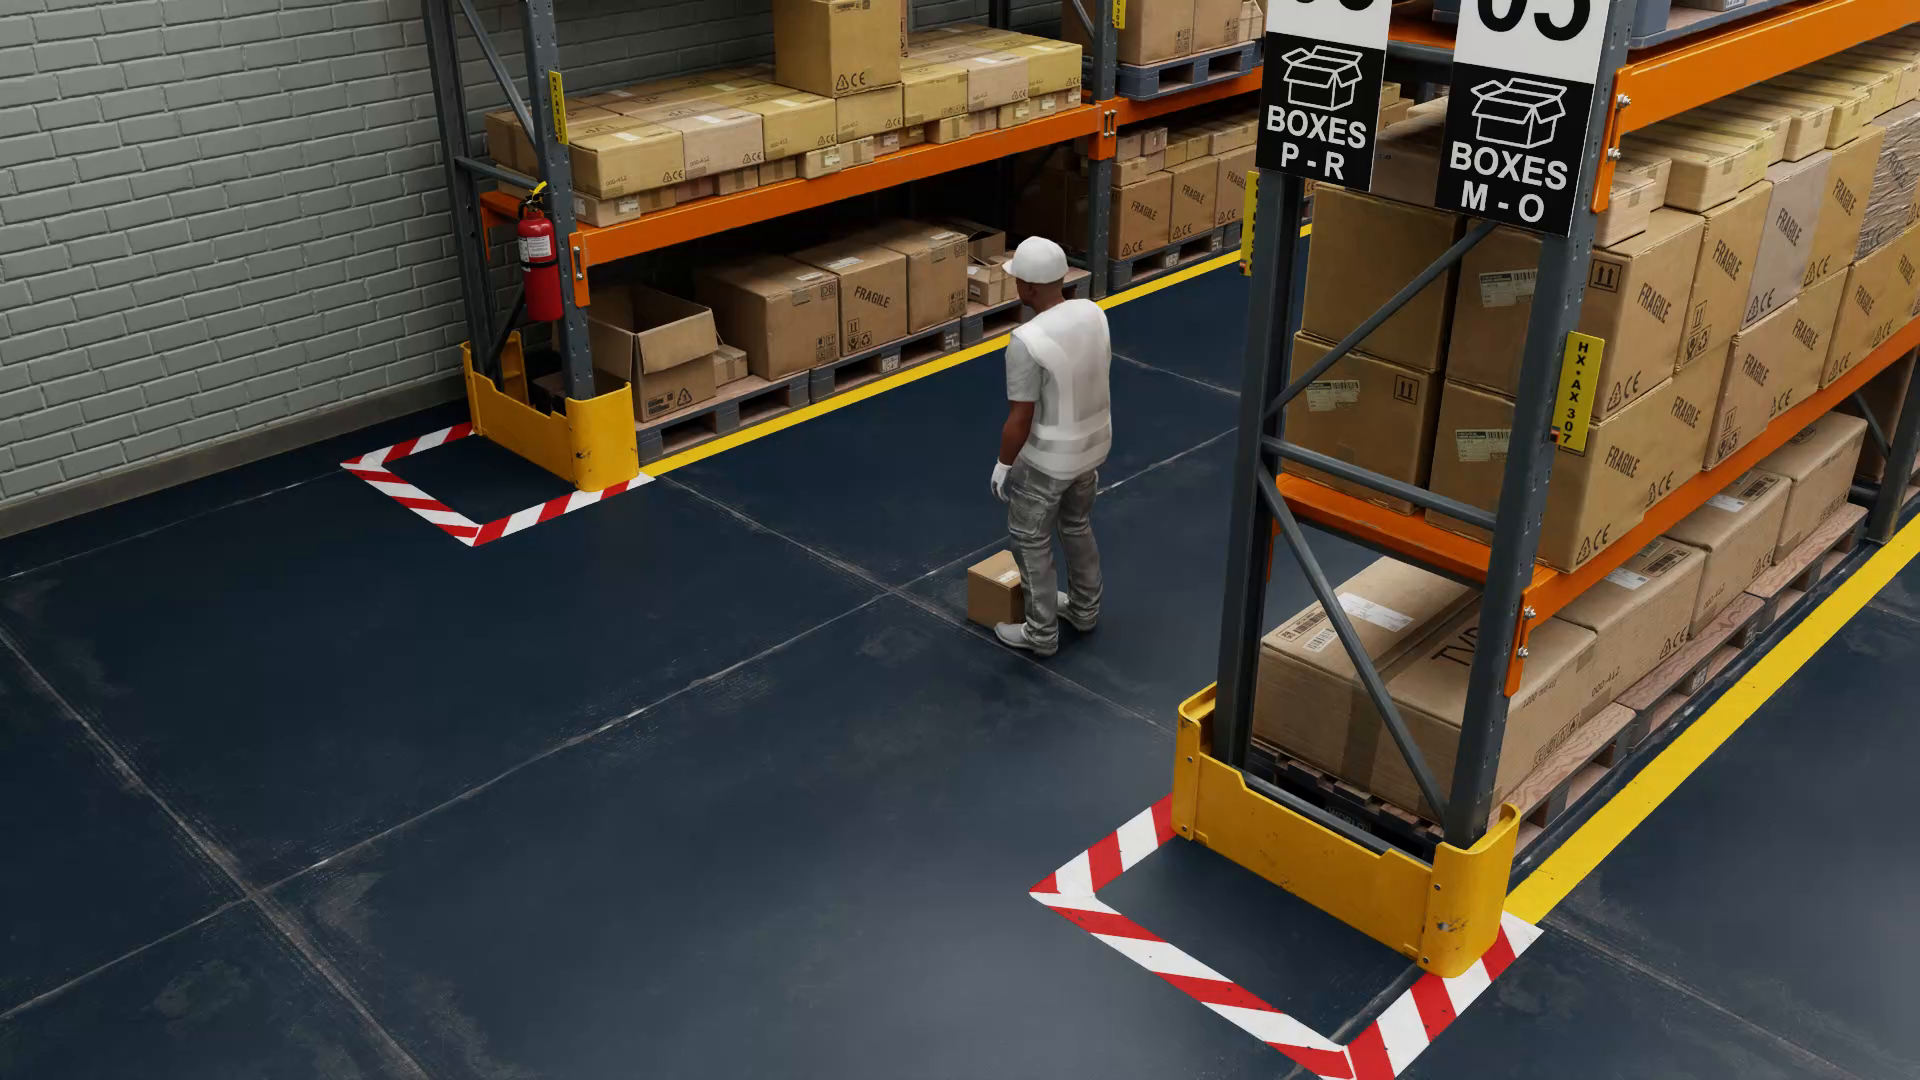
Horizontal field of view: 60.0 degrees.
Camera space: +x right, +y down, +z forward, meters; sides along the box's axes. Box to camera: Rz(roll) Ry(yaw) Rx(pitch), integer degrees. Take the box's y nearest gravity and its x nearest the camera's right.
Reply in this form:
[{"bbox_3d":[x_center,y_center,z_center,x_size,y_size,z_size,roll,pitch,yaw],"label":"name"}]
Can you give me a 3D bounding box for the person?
[{"bbox_3d":[0.372,-0.369,6.815,0.447,1.775,0.633,23,35,37],"label":"person"}]
